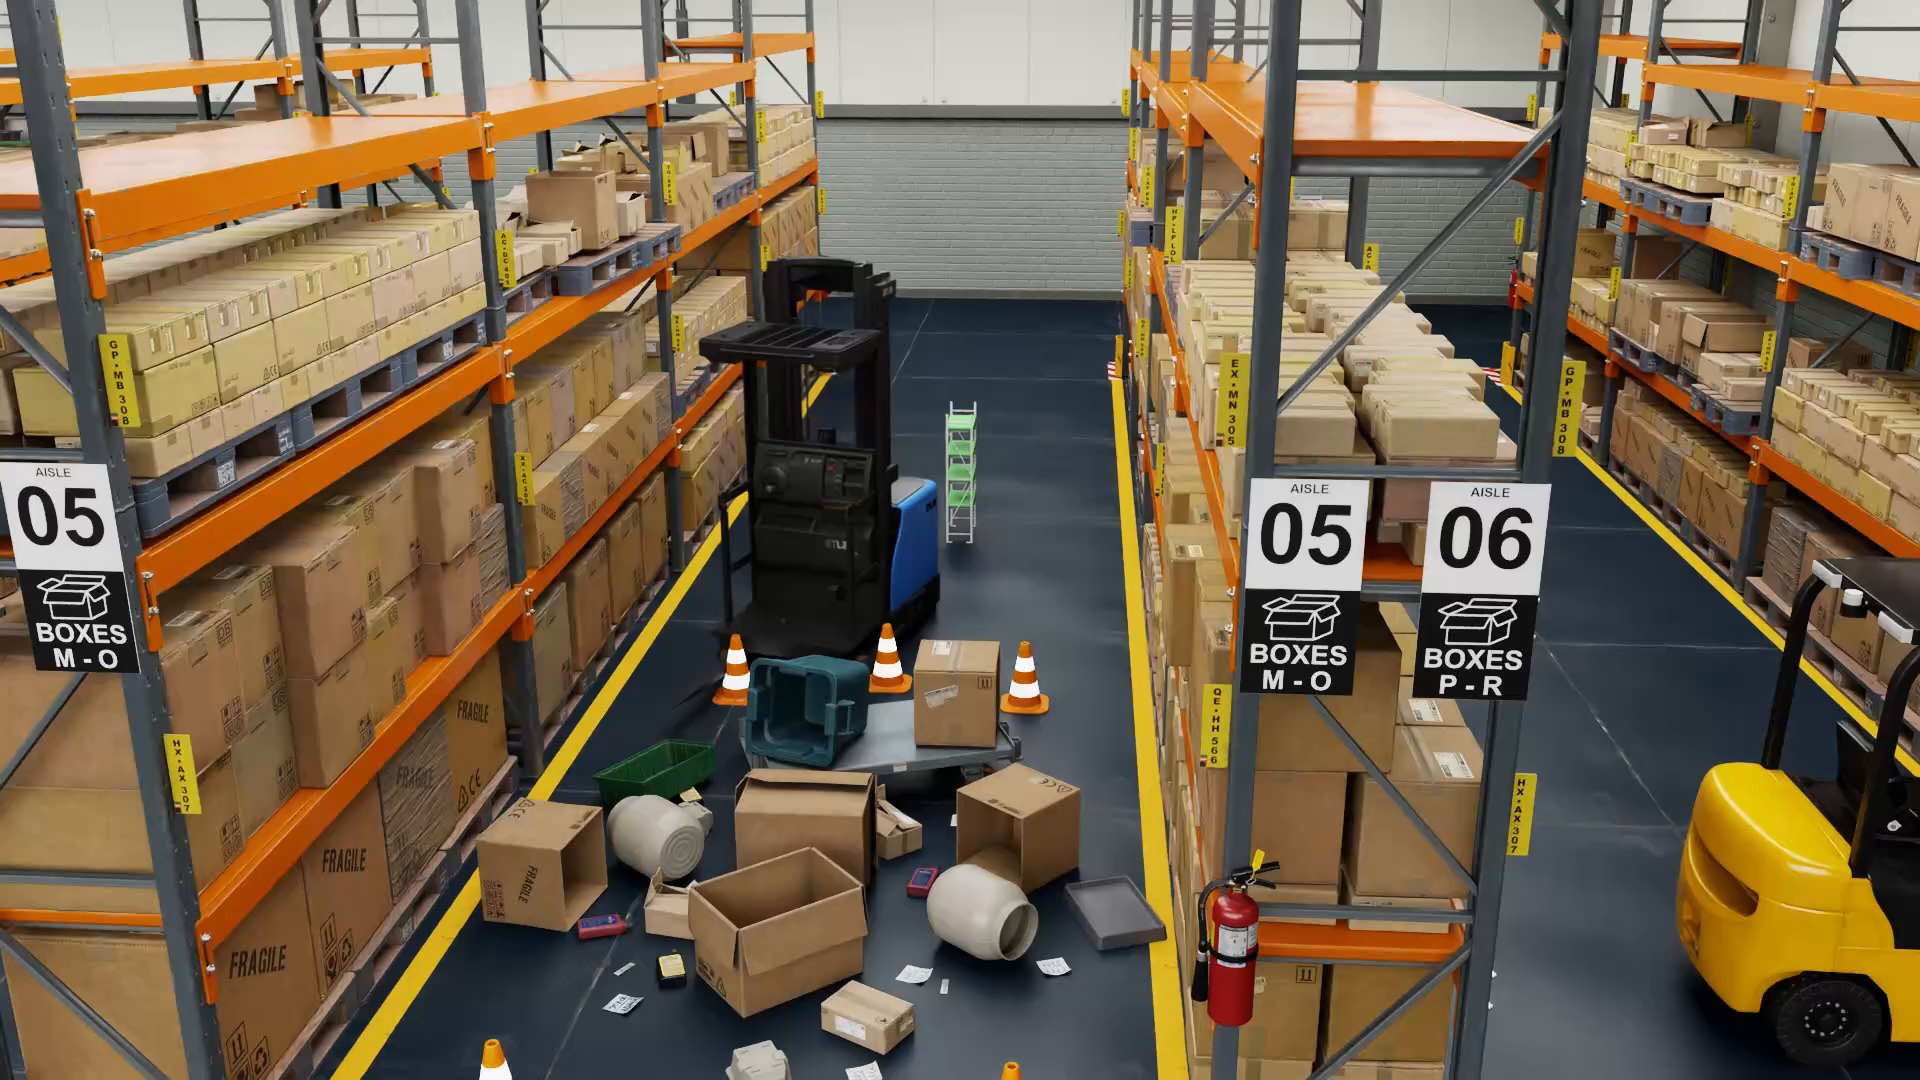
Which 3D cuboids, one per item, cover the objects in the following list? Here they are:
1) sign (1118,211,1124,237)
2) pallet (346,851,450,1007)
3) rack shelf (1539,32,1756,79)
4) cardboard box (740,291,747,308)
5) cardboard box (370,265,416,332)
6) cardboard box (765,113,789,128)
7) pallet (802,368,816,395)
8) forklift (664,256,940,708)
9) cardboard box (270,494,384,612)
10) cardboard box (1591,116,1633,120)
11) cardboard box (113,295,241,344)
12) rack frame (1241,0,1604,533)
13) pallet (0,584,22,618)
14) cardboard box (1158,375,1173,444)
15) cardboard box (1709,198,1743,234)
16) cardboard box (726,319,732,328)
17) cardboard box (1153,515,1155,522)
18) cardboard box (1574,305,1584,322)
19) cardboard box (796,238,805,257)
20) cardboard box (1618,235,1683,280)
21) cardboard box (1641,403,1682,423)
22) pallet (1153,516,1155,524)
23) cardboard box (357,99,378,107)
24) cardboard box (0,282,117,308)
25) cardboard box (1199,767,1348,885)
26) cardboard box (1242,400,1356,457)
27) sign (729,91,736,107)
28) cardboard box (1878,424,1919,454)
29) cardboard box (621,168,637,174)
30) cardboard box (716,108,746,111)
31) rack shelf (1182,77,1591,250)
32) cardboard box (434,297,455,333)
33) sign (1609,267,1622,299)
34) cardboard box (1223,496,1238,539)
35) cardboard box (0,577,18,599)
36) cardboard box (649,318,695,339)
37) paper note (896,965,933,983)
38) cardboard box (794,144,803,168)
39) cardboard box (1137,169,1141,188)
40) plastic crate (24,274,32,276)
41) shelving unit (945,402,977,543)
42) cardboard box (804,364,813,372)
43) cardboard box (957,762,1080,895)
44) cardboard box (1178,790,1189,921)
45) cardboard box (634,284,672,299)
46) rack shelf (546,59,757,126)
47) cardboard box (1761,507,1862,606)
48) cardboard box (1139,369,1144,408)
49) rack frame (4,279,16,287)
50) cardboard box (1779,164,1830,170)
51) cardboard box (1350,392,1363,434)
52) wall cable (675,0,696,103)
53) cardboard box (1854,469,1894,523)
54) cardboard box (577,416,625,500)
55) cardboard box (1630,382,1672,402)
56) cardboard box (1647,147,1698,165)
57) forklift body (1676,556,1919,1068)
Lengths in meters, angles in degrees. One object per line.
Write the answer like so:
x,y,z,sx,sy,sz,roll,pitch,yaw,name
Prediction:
2.071,-4.040,21.245,0.100,0.325,0.005,1,18,4,sign
-3.398,2.011,8.775,1.003,0.211,1.213,1,18,4,pallet
7.431,-5.353,18.297,1.077,0.370,4.000,1,18,4,rack shelf
-2.439,-2.507,17.336,0.380,0.149,0.250,2,18,6,cardboard box
-3.035,-1.201,8.208,0.500,0.250,0.500,1,18,3,cardboard box
-2.184,-4.850,19.214,0.380,0.149,0.250,1,18,2,cardboard box
-2.420,-2.056,21.185,1.003,0.211,1.213,1,18,4,pallet
-1.149,-0.475,11.992,1.130,2.935,3.031,7,19,19,forklift
-3.371,0.103,8.143,0.875,0.550,0.500,1,18,4,cardboard box
7.189,-4.596,18.601,0.500,0.250,0.500,2,18,5,cardboard box
-3.090,-0.873,6.566,0.380,0.149,0.250,1,18,3,cardboard box
1.477,-1.458,5.249,1.000,3.000,0.127,1,18,4,rack frame
-7.982,0.632,12.981,1.003,0.211,1.213,1,18,4,pallet
1.682,-0.864,11.756,0.500,0.500,0.500,1,18,2,cardboard box
6.867,-2.813,14.441,0.500,0.250,0.500,1,18,4,cardboard box
-2.495,-2.130,16.663,0.380,0.149,0.250,0,18,1,cardboard box
2.183,-0.495,14.680,0.875,0.875,0.875,1,18,3,cardboard box
7.087,-2.534,18.568,0.380,0.149,0.250,1,18,3,cardboard box
-2.165,-3.382,20.116,0.500,0.500,0.500,1,18,4,cardboard box
7.660,-3.108,18.476,0.500,0.500,0.500,1,18,2,cardboard box
7.047,-1.272,16.612,0.380,0.149,0.250,0,18,1,cardboard box
2.182,-0.010,14.942,1.003,0.211,1.213,1,18,4,pallet
-7.394,-5.022,19.945,0.700,0.500,0.500,0,18,0,cardboard box
-3.727,-0.968,6.859,0.380,0.149,0.250,2,18,5,cardboard box
1.241,1.029,6.655,0.500,0.500,0.500,1,18,3,cardboard box
1.206,-0.404,5.972,0.380,0.149,0.250,1,18,4,cardboard box
-2.862,-5.509,21.024,0.100,0.325,0.005,1,18,4,sign
6.521,-0.689,11.332,0.380,0.149,0.250,1,18,2,cardboard box
-3.084,-2.983,14.558,0.500,0.500,0.500,1,18,4,cardboard box
-2.718,-5.105,19.992,0.380,0.149,0.250,2,18,5,cardboard box
1.620,-1.736,7.257,1.077,0.370,4.000,1,18,4,rack shelf
-2.923,-1.203,8.856,0.380,0.149,0.250,2,18,5,cardboard box
6.746,-2.646,17.118,0.100,0.325,0.005,1,18,4,sign
1.208,-0.109,6.351,0.380,0.149,0.250,1,18,4,cardboard box
-7.923,0.223,13.061,0.700,0.500,0.500,3,18,9,cardboard box
-2.610,-1.915,15.051,0.380,0.149,0.250,1,18,2,cardboard box
-0.230,2.210,8.474,0.148,0.019,0.142,8,20,23,paper note
-2.168,-4.551,19.744,0.500,0.250,0.500,2,18,6,cardboard box
1.897,-3.463,15.886,0.380,0.166,0.250,0,18,0,cardboard box
-12.114,-3.465,21.334,0.396,0.136,0.243,1,18,4,plastic crate
0.012,-0.622,15.220,0.258,1.200,0.503,1,18,4,shelving unit
-2.068,-2.250,21.205,0.380,0.149,0.250,2,18,6,cardboard box
0.329,1.639,9.440,0.500,0.500,0.500,17,25,41,cardboard box
1.351,1.570,8.179,0.500,0.500,0.500,1,18,3,cardboard box
-3.130,-2.498,16.830,0.380,0.149,0.250,1,18,4,cardboard box
-2.751,-4.111,15.143,1.077,0.370,4.000,1,18,4,rack shelf
6.943,0.140,13.145,0.875,0.625,0.625,2,18,6,cardboard box
1.848,-1.343,14.772,0.500,0.250,0.500,2,18,5,cardboard box
-7.834,-1.313,14.441,1.000,3.000,0.127,1,18,4,rack frame
7.334,-3.171,14.414,0.380,0.149,0.250,1,18,4,cardboard box
1.824,-0.409,6.628,0.500,0.250,0.500,1,18,3,cardboard box
-3.418,-9.857,25.713,2.277,5.999,0.120,1,18,4,wall cable
6.616,-0.302,11.594,0.500,0.250,0.500,2,18,6,cardboard box
-2.764,-0.604,12.114,0.500,0.500,0.500,2,18,5,cardboard box
7.026,-1.499,16.828,0.380,0.149,0.250,0,18,1,cardboard box
6.821,-3.674,15.919,0.380,0.149,0.250,1,18,3,cardboard box
4.744,1.276,7.902,2.313,2.155,1.214,1,18,4,forklift body
